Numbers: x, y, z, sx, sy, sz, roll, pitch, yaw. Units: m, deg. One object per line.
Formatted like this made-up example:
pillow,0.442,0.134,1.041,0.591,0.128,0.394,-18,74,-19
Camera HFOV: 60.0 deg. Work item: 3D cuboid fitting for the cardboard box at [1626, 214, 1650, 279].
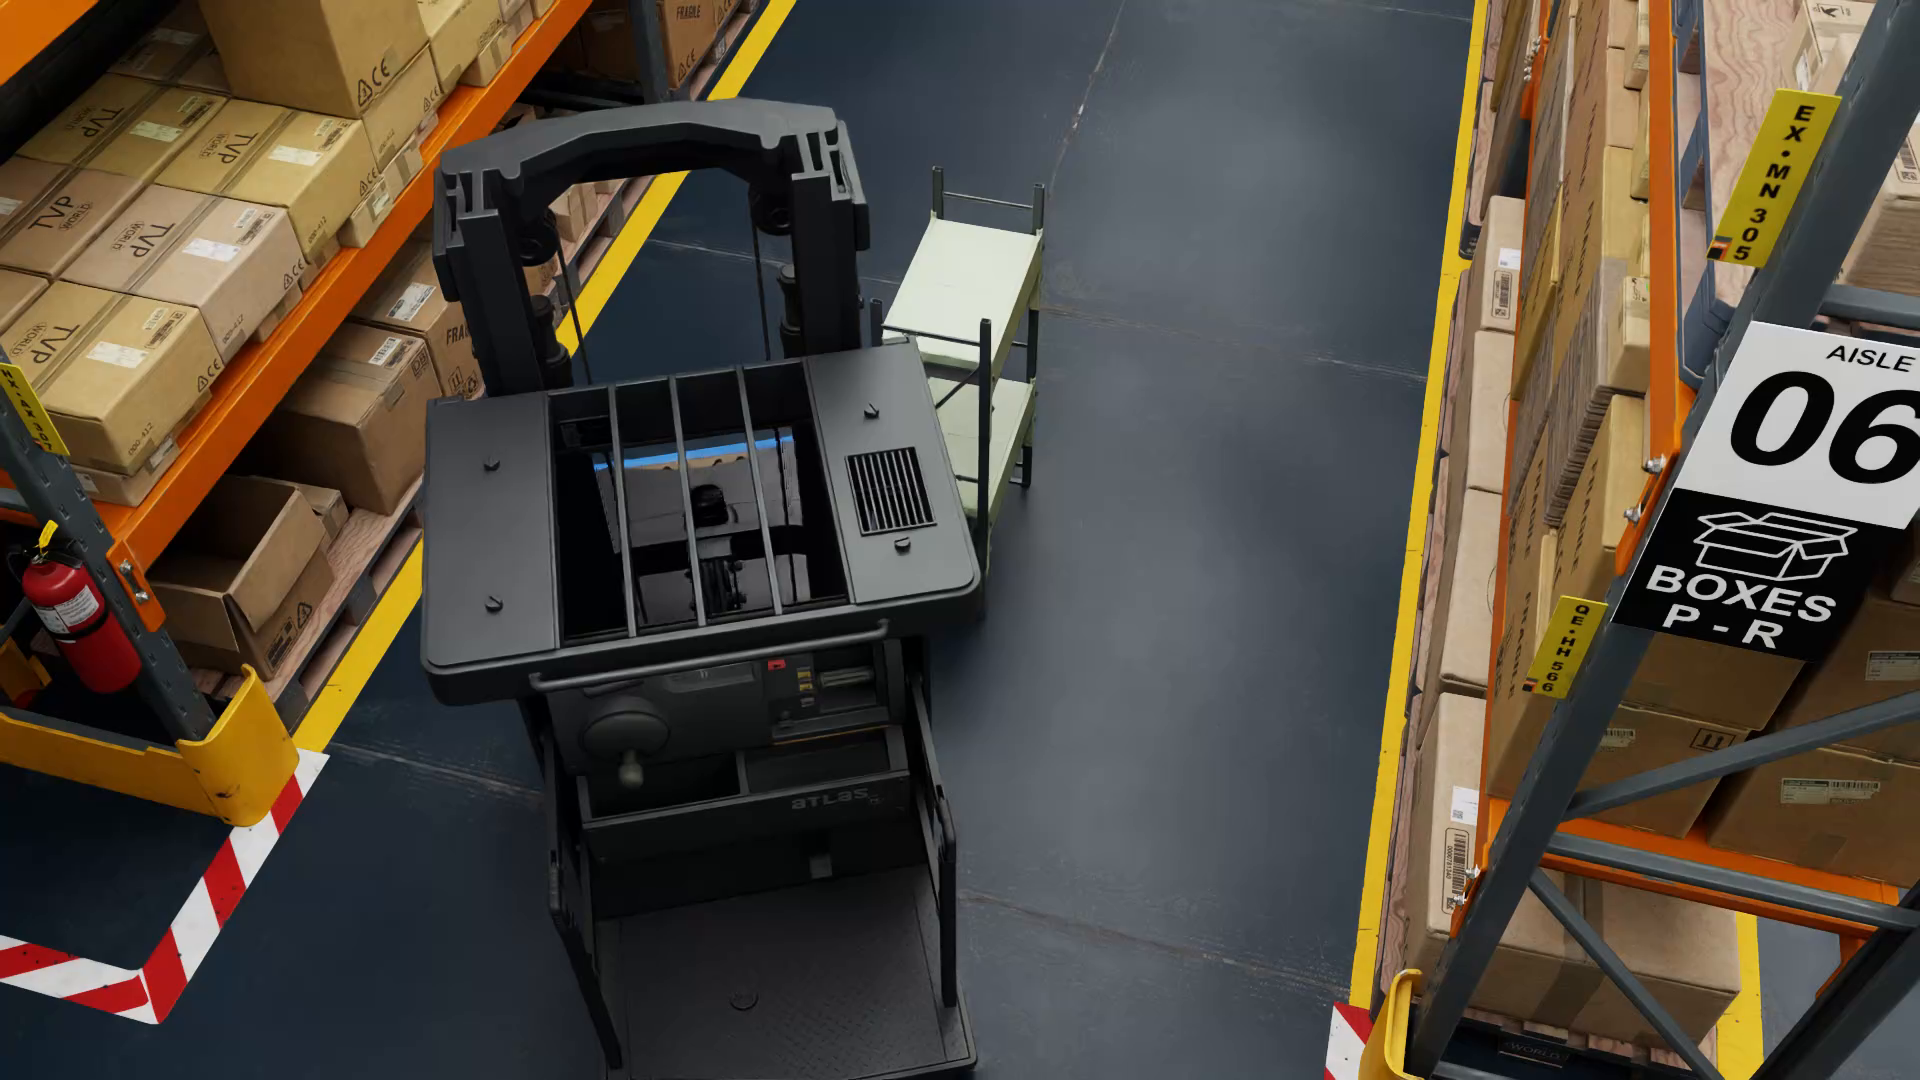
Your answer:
cardboard box,1.843,-0.633,4.061,0.380,0.149,0.250,13,50,11

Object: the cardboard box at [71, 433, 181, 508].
cardboard box,-2.634,-0.267,5.071,0.380,0.149,0.250,11,50,10

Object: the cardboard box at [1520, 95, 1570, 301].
cardboard box,2.208,-1.106,5.578,0.500,0.500,0.500,12,50,10

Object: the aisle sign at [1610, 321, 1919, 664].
aisle sign,1.487,-0.059,2.986,0.394,0.787,0.004,12,50,10

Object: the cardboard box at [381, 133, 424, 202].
cardboard box,-2.197,-1.383,6.057,0.380,0.149,0.250,13,50,11

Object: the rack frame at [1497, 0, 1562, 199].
rack frame,2.858,-2.083,6.506,1.000,3.000,0.127,12,50,10

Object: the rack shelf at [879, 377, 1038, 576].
rack shelf,0.002,-0.285,6.355,0.431,0.370,0.720,12,50,10

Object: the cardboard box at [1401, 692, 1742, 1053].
cardboard box,1.882,1.022,5.195,0.875,0.438,0.875,10,49,9

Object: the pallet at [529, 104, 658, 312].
pallet,-2.114,-1.640,7.976,1.003,0.211,1.213,12,50,10

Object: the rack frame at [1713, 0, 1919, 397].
rack frame,1.805,-1.175,1.704,1.000,3.000,0.127,12,50,10

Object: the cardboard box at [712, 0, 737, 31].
cardboard box,-1.457,-3.064,8.760,0.500,0.500,0.500,11,49,10

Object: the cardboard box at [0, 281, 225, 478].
cardboard box,-2.605,-0.490,5.002,0.500,0.250,0.500,12,50,10

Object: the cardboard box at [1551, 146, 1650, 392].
cardboard box,1.945,-0.690,4.544,0.500,0.500,0.500,11,50,10

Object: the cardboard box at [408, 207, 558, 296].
cardboard box,-2.197,-1.263,7.170,0.700,0.500,0.500,10,49,9

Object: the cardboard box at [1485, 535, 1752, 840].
cardboard box,1.677,0.376,4.269,0.500,0.500,0.500,12,50,10

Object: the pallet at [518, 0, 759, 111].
pallet,-1.754,-2.733,8.940,1.003,0.211,1.213,12,50,10

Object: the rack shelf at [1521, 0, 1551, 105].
rack shelf,3.384,-3.291,8.053,1.077,0.370,4.000,12,50,10

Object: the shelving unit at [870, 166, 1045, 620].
shelving unit,0.002,-0.501,6.111,0.431,1.500,0.755,12,50,10

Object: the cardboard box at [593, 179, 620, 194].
cardboard box,-1.795,-1.794,7.873,0.380,0.149,0.250,10,49,9

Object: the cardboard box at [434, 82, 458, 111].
cardboard box,-2.176,-1.771,6.399,0.380,0.149,0.250,12,50,11

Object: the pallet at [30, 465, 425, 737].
pallet,-2.756,0.125,6.418,1.003,0.211,1.213,12,50,10

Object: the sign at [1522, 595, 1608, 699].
sign,1.285,0.232,3.533,0.100,0.325,0.005,12,50,10

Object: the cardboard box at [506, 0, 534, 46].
cardboard box,-1.960,-2.126,6.712,0.380,0.149,0.250,13,50,11

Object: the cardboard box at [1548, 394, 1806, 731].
cardboard box,1.702,0.051,3.890,0.500,0.500,0.500,13,50,11

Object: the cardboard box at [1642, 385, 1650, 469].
cardboard box,1.750,-0.256,3.728,0.380,0.149,0.250,12,50,11

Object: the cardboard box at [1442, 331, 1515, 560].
cardboard box,2.354,-0.293,6.356,0.875,0.438,0.875,10,49,9

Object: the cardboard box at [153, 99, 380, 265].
cardboard box,-2.343,-1.222,5.648,0.500,0.250,0.500,11,49,9

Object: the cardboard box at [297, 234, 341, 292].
cardboard box,-2.386,-1.021,5.737,0.380,0.149,0.250,12,50,11

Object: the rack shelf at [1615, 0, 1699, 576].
rack shelf,2.331,-1.391,4.375,1.077,0.370,4.000,12,50,10

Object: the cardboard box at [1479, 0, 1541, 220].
cardboard box,2.944,-1.983,7.555,0.875,0.875,0.875,13,50,11

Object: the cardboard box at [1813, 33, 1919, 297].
cardboard box,1.836,-0.648,2.992,0.500,0.250,0.500,7,49,7

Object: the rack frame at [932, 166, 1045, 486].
rack frame,0.098,-0.766,6.344,0.400,1.500,0.023,12,50,10

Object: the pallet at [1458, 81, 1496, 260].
pallet,2.988,-1.733,8.058,1.003,0.211,1.213,12,50,10

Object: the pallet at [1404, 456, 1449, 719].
pallet,2.263,0.260,6.299,1.003,0.211,1.213,12,50,10

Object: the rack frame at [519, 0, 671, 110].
rack frame,-1.932,-3.060,7.369,1.000,3.000,0.127,12,50,10

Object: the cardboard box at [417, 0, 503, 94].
cardboard box,-2.092,-1.968,6.307,0.500,0.250,0.500,11,50,10

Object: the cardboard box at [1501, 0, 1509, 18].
cardboard box,3.410,-3.284,8.704,0.875,0.875,0.875,12,50,10

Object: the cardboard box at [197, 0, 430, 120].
cardboard box,-2.211,-1.823,5.679,0.500,0.500,0.500,13,50,11

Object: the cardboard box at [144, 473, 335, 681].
cardboard box,-2.732,0.097,5.967,0.797,0.503,0.637,10,49,9

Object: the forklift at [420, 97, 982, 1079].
forklift,-0.571,0.519,4.256,1.130,2.935,3.031,-8,49,-7

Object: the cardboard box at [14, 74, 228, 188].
cardboard box,-2.848,-1.330,5.744,0.500,0.250,0.500,13,50,11

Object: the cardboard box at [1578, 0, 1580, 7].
cardboard box,2.499,-2.150,5.832,0.500,0.500,0.500,12,50,10

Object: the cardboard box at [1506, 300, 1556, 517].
cardboard box,1.949,-0.358,4.917,0.500,0.500,0.500,13,50,11

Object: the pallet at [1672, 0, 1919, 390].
pallet,1.990,-0.691,3.337,1.003,0.211,1.213,12,50,10

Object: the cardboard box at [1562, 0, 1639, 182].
cardboard box,2.214,-1.418,5.186,0.500,0.500,0.500,12,50,11

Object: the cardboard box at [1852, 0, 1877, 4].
cardboard box,2.247,-1.397,3.614,0.500,0.311,0.500,12,50,11

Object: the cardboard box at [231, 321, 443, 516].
cardboard box,-2.470,-0.512,6.508,0.700,0.500,0.500,13,50,12

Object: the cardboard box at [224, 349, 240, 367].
cardboard box,-2.576,-0.657,5.415,0.380,0.149,0.250,11,49,10

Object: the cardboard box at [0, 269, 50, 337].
cardboard box,-3.120,-0.600,5.100,0.500,0.250,0.500,13,50,11

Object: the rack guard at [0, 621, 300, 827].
rack guard,-2.965,0.606,5.801,1.175,0.500,0.348,12,50,10

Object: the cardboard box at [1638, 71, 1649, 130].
cardboard box,2.076,-1.187,4.550,0.380,0.149,0.250,13,50,11

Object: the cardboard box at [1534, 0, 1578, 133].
cardboard box,2.482,-1.828,6.215,0.500,0.500,0.500,13,50,11
